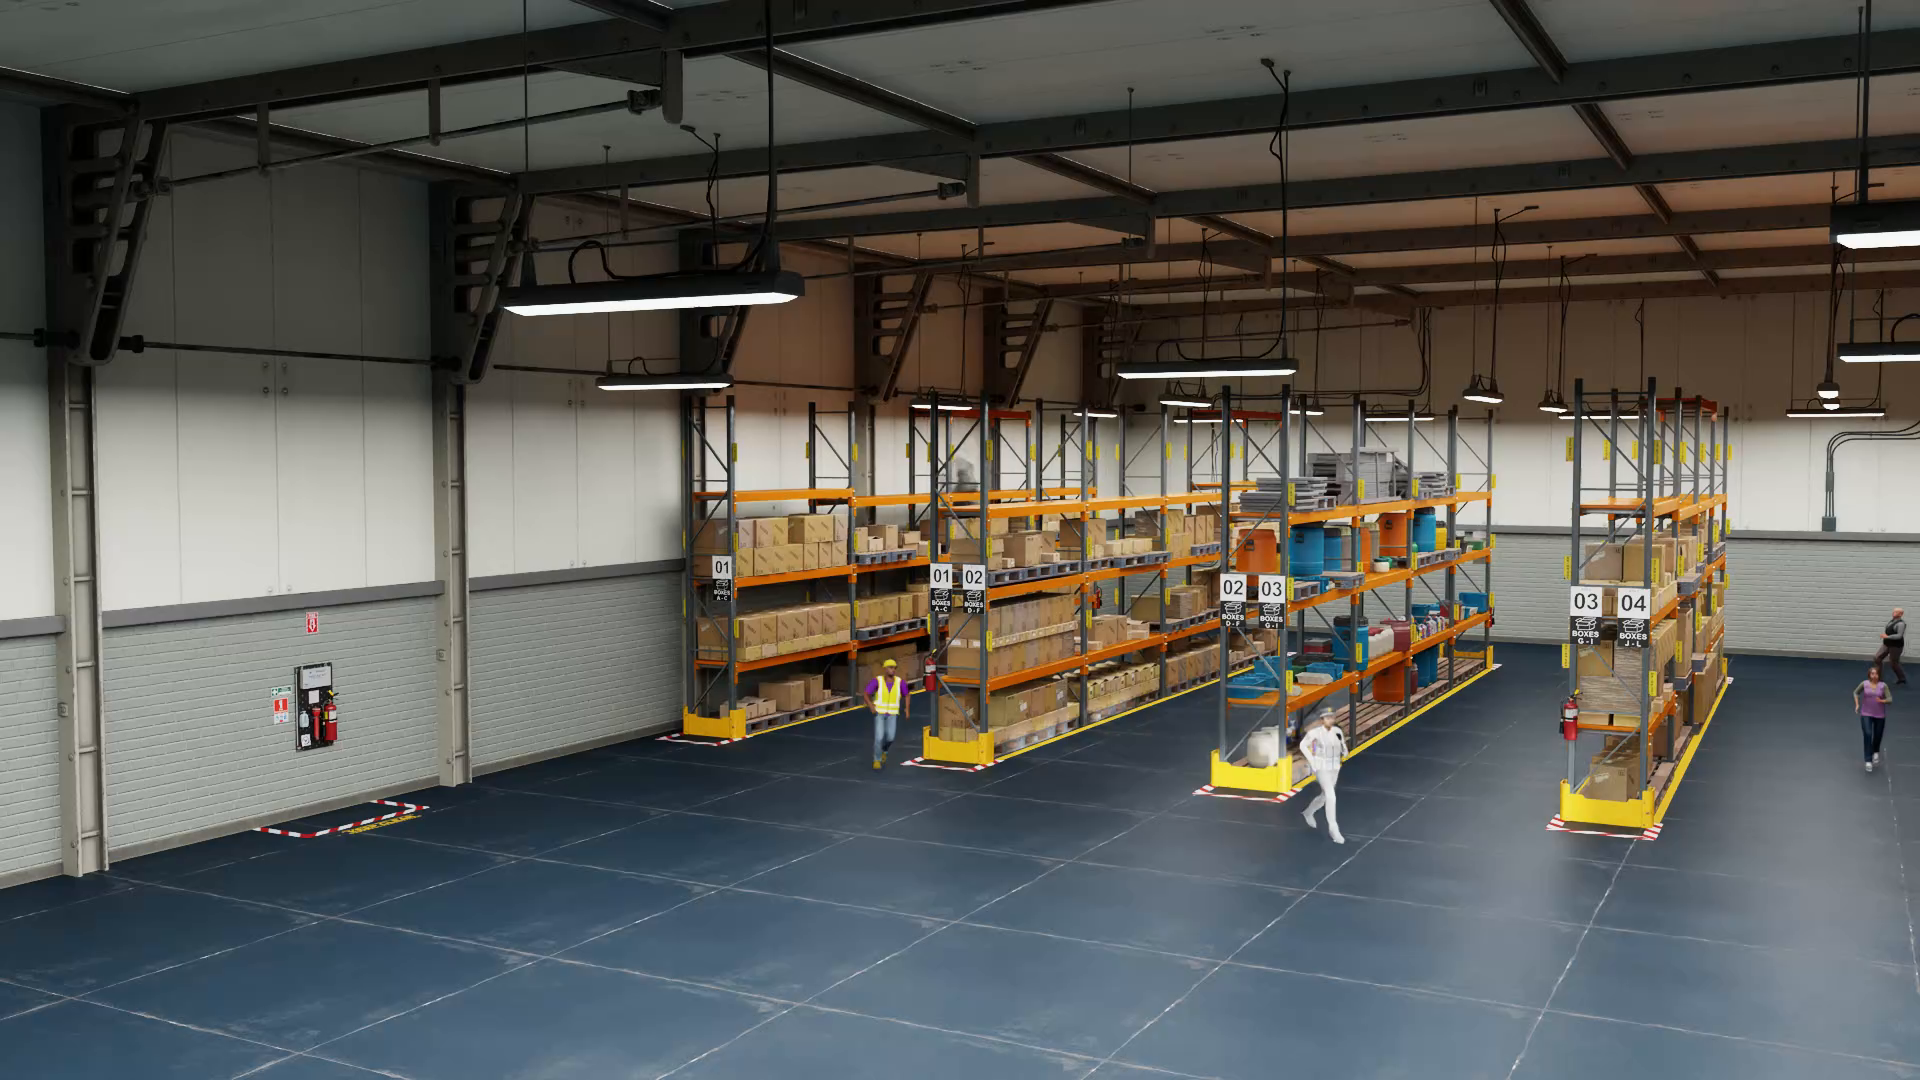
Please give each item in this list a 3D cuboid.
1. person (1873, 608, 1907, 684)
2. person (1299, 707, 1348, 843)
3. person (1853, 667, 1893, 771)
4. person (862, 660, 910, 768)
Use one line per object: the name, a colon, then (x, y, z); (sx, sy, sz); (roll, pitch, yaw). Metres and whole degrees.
person: (19.793, 2.285, 35.304); (0.821, 1.714, 0.649); (0, 3, -1)
person: (4.779, 3.016, 21.686); (0.597, 1.714, 0.868); (-1, 3, -25)
person: (14.420, 2.807, 26.273); (0.531, 1.572, 0.871); (1, 3, 25)
person: (-1.152, 2.757, 26.393); (0.776, 1.715, 0.516); (-1, 3, -13)
